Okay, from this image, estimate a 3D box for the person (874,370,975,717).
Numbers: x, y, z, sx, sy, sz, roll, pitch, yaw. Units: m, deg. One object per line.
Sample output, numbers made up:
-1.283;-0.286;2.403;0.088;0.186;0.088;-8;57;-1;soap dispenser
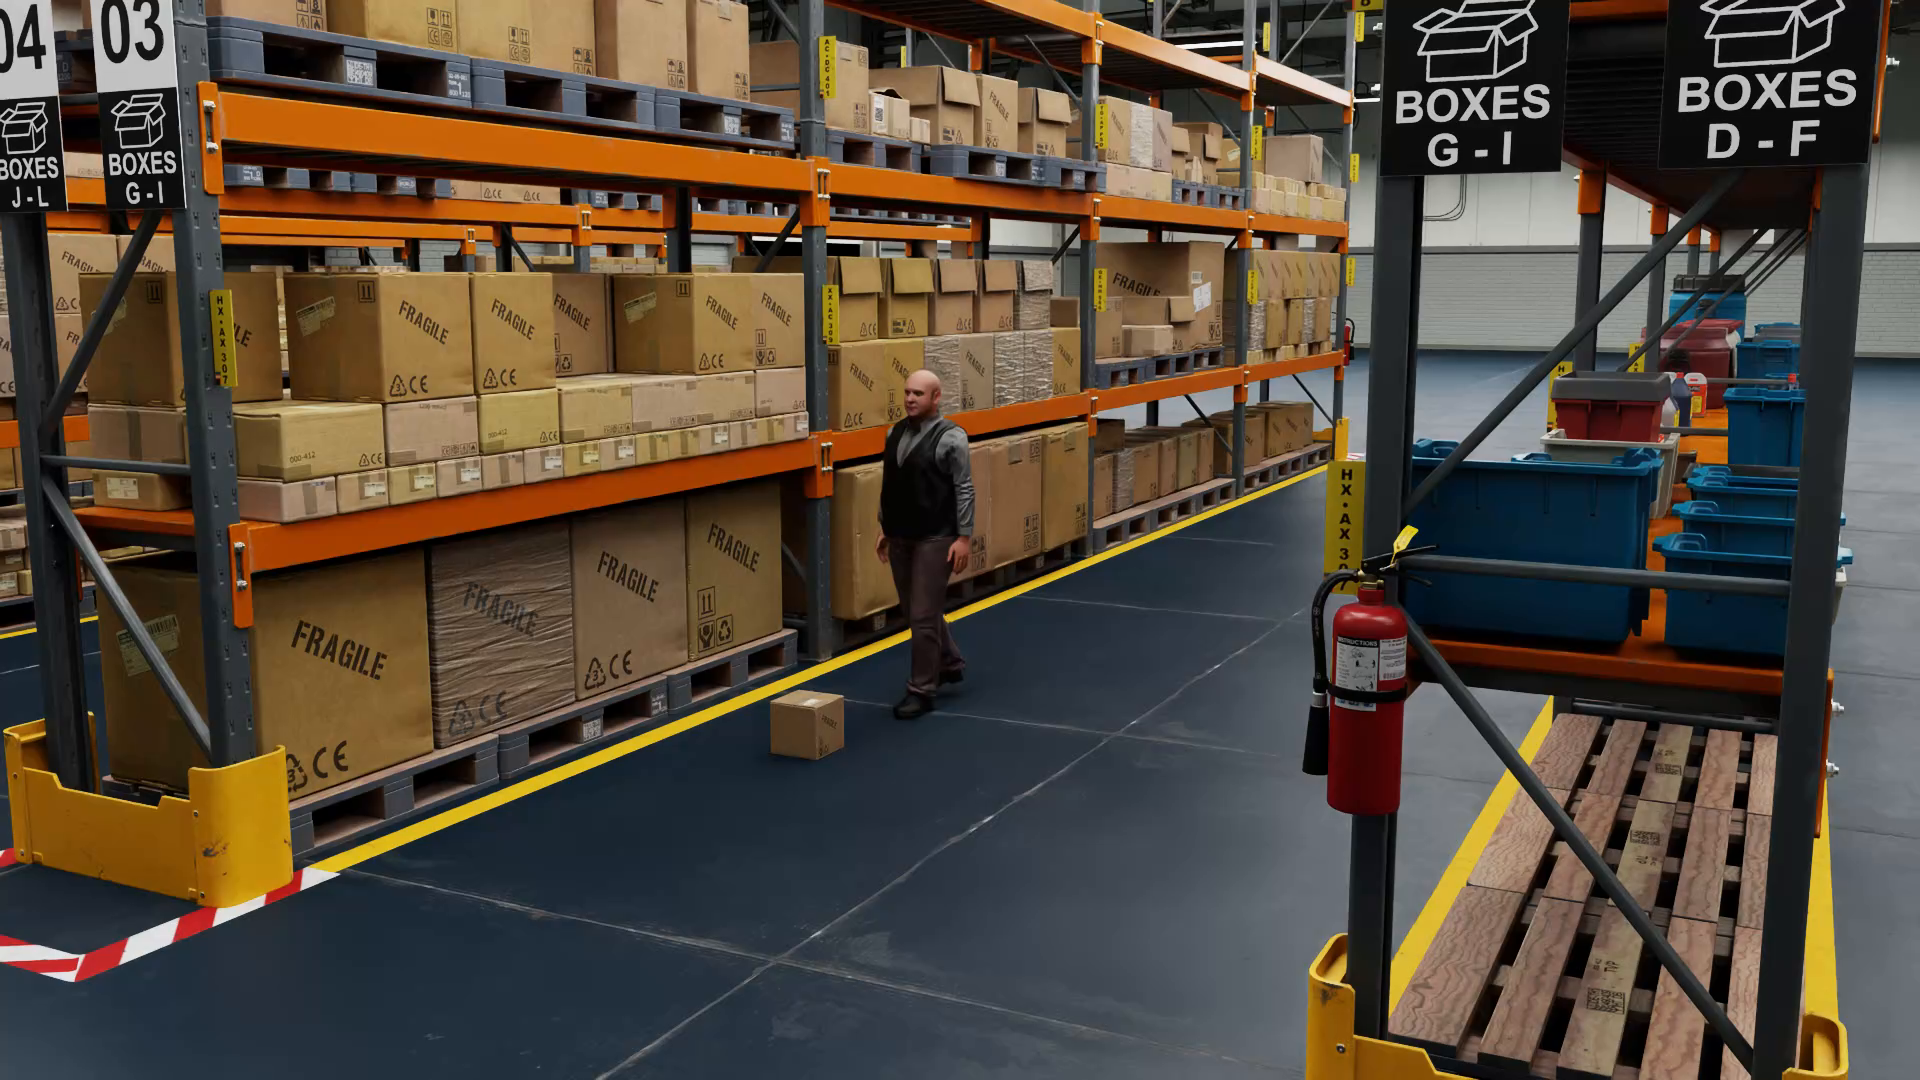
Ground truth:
-0.171;-0.003;8.442;0.566;1.723;0.645;8;12;43;person
